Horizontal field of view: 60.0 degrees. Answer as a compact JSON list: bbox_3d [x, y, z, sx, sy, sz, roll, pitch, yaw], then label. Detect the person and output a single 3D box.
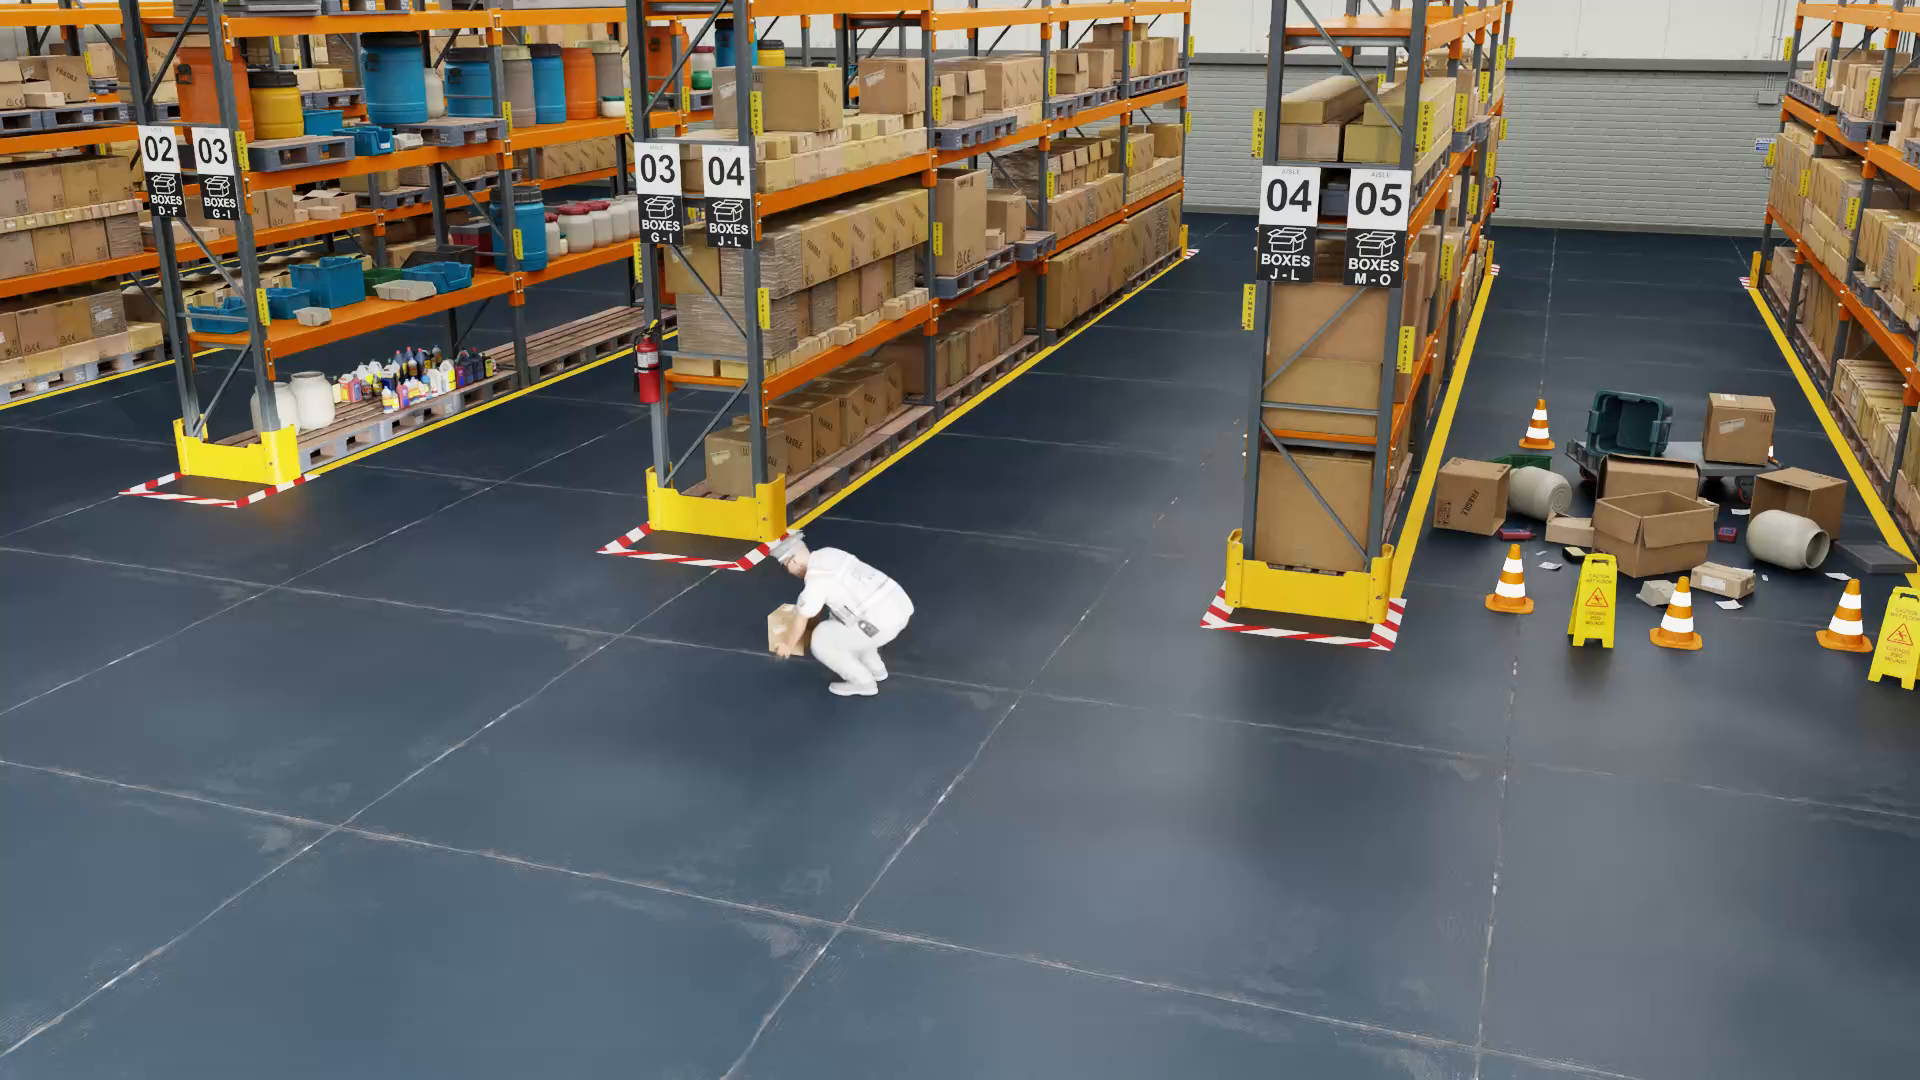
[{"bbox_3d":[-0.774,0.465,10.831,0.919,1.025,0.526,6,19,17],"label":"person"}]
